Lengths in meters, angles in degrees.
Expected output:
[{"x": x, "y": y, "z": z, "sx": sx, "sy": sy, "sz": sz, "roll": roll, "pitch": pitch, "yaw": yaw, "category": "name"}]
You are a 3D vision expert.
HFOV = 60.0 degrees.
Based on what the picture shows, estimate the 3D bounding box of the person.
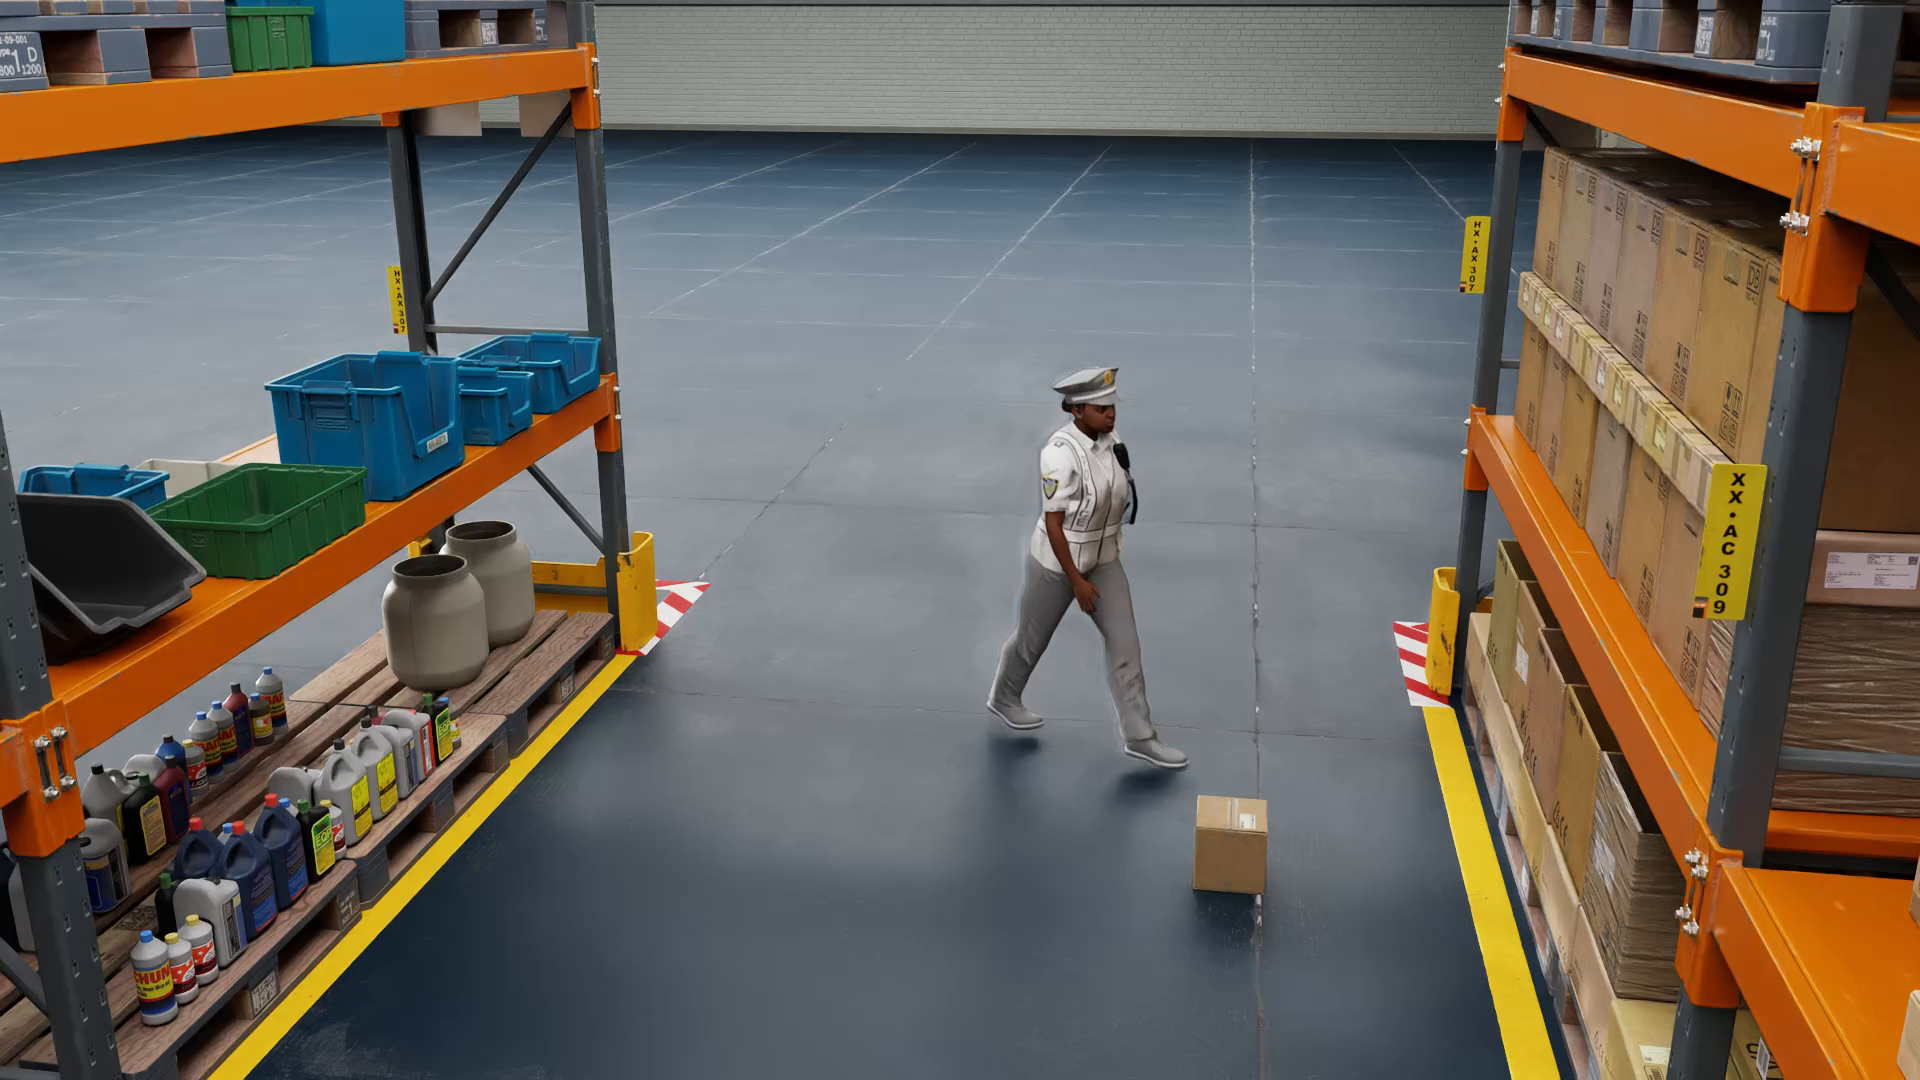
[{"x": 0.497, "y": 0.083, "z": 6.721, "sx": 0.447, "sy": 1.622, "sz": 0.963, "roll": -15, "pitch": 24, "yaw": -39, "category": "person"}]
